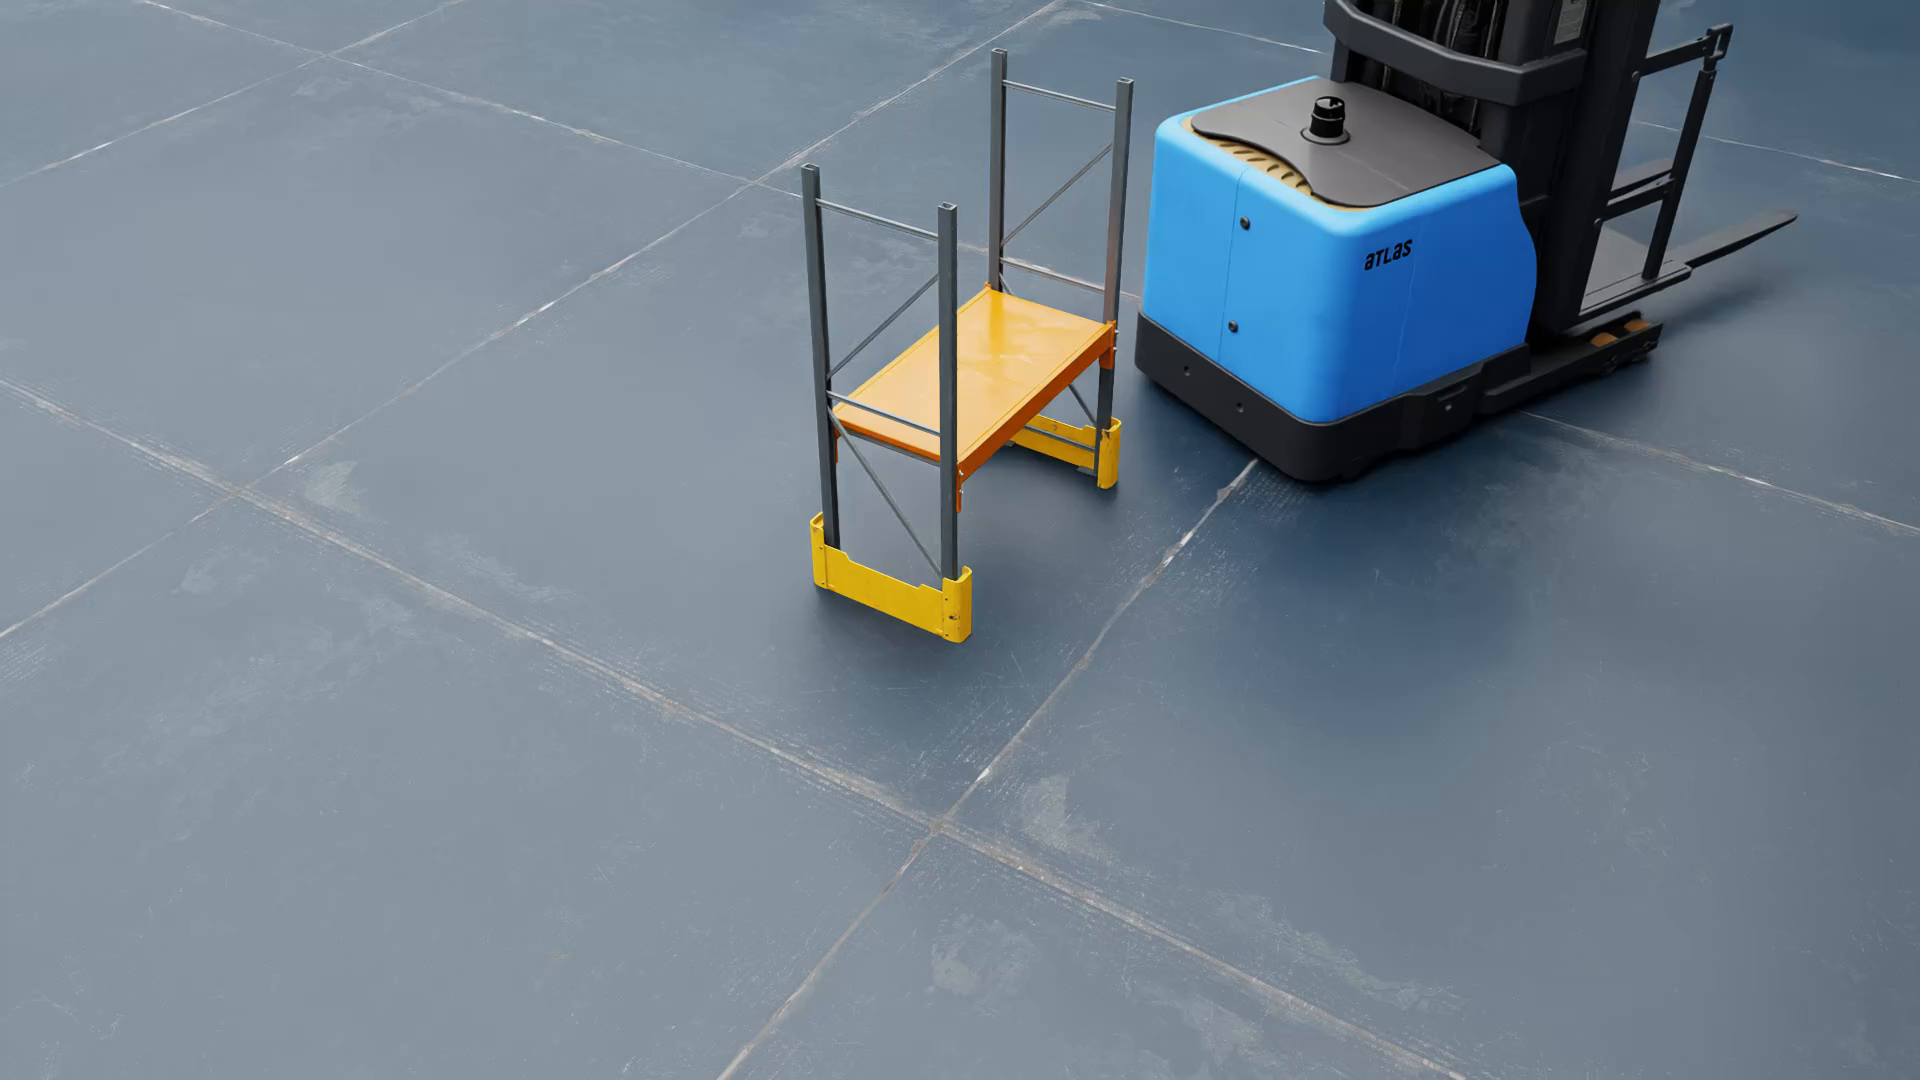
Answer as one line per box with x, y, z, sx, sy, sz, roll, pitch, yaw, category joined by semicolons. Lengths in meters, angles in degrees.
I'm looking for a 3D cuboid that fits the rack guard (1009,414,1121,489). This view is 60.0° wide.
0.308;-0.395;6.058;0.587;0.250;0.087;21;42;25;rack guard

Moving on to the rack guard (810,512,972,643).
-0.226;0.118;5.392;0.587;0.250;0.087;21;42;25;rack guard

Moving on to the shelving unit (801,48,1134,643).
0.041;-0.633;5.343;0.587;1.500;1.083;21;42;25;shelving unit

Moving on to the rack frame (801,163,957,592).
-0.227;-0.376;5.009;0.500;1.500;0.032;21;42;25;rack frame

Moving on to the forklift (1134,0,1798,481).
2.197;-2.062;6.024;3.031;2.935;1.130;-22;43;-26;forklift

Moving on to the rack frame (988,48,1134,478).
0.318;-0.900;5.689;0.500;1.500;0.032;21;42;25;rack frame

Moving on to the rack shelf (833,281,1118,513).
0.046;-0.496;5.459;0.538;0.185;1.000;21;42;25;rack shelf
